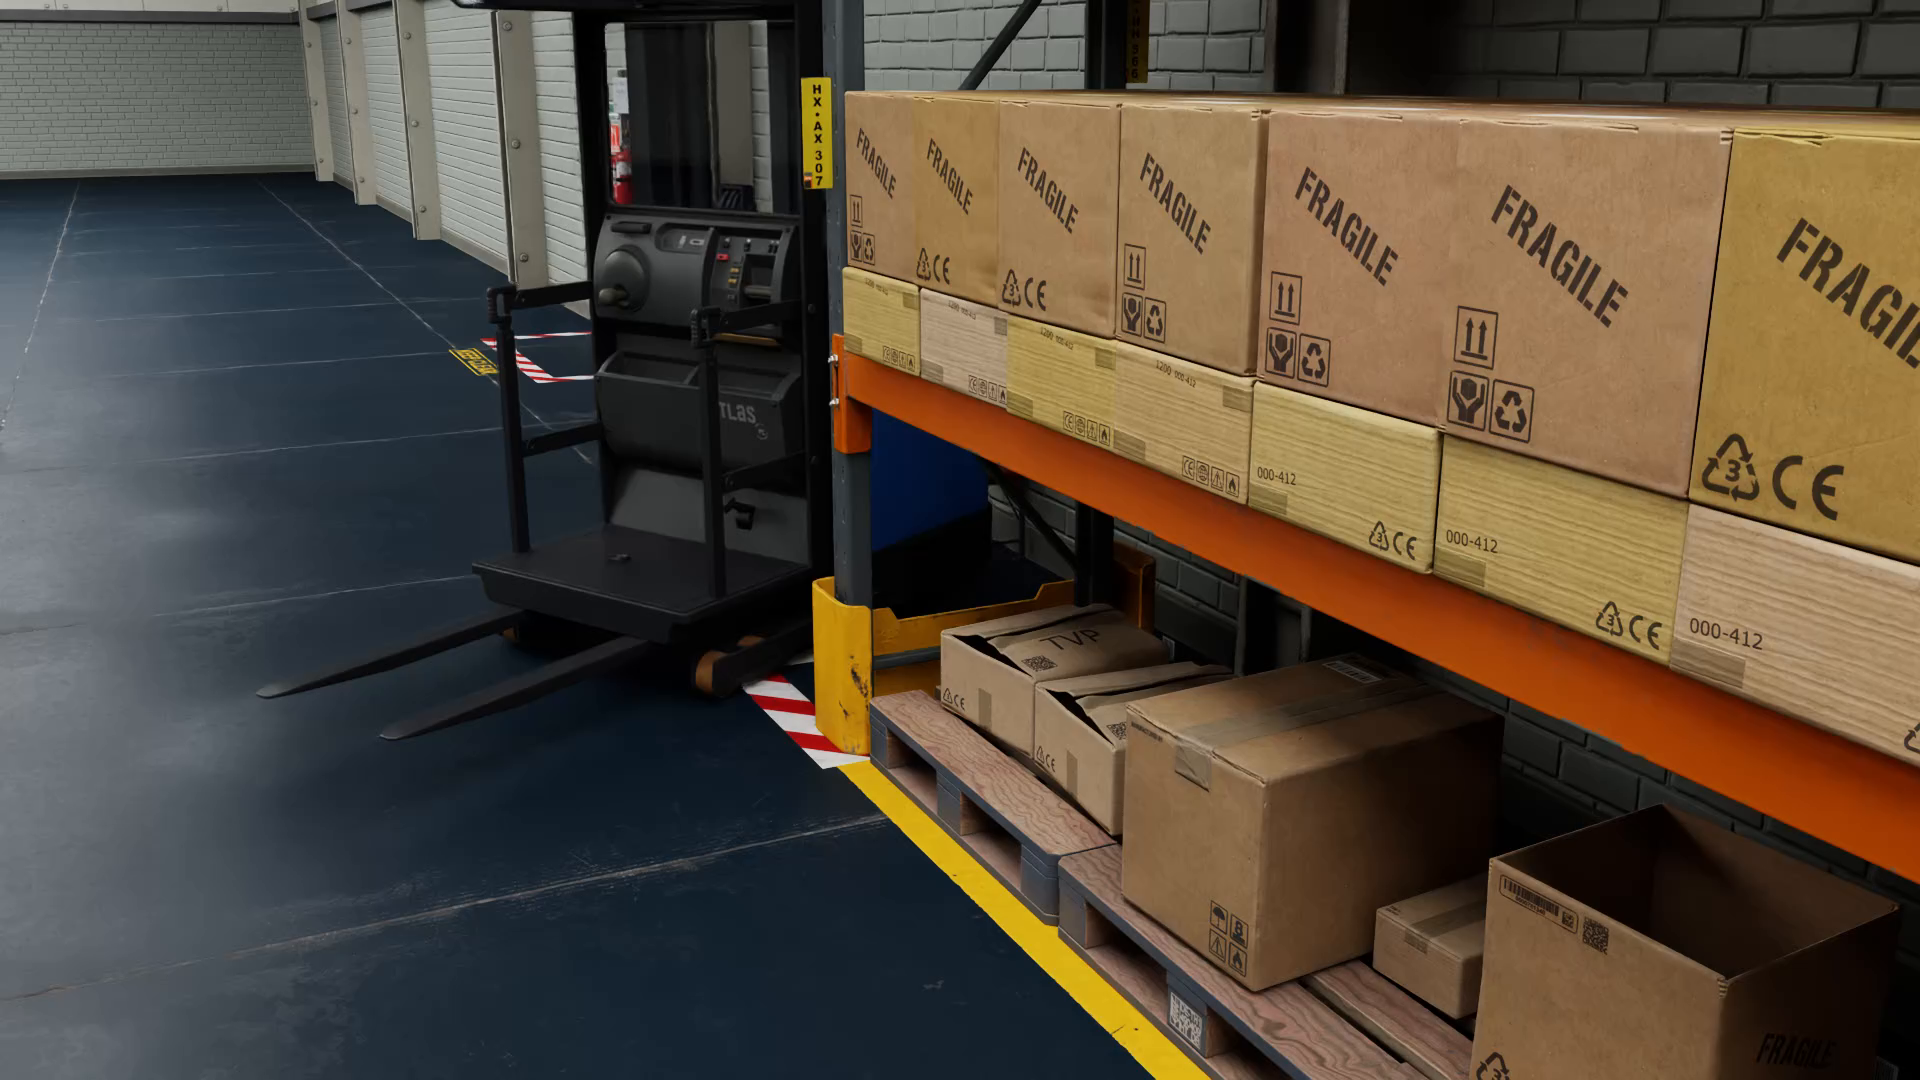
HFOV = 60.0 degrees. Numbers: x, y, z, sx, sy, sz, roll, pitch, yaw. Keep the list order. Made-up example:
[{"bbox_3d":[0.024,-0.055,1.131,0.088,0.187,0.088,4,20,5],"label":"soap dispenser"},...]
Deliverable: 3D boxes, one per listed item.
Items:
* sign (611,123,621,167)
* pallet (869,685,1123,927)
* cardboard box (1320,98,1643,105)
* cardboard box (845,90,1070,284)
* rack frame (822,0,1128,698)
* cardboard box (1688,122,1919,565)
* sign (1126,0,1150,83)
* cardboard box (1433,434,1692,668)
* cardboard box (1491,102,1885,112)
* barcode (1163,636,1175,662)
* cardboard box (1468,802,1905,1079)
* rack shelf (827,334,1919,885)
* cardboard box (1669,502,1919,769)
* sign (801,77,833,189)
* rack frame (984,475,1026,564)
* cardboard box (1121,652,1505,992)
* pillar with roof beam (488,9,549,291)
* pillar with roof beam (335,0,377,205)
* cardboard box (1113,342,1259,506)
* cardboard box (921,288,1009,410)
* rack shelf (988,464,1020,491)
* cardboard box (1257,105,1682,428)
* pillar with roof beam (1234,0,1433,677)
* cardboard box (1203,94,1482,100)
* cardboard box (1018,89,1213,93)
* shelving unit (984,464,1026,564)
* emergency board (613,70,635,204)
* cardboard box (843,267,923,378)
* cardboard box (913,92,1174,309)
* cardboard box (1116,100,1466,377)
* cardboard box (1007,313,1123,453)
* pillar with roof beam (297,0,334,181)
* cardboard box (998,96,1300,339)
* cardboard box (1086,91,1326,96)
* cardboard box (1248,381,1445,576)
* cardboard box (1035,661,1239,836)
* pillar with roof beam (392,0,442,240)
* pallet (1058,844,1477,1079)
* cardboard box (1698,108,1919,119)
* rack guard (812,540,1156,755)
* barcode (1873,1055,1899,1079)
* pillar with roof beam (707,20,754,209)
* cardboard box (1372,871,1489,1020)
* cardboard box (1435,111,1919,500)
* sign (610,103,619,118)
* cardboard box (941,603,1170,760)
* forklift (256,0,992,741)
[{"bbox_3d":[-2.682,-3.079,12.977,0.001,0.329,0.234,-8,18,-25],"label":"sign"},{"bbox_3d":[0.418,0.689,4.968,1.003,0.211,1.213,-8,18,-25],"label":"pallet"},{"bbox_3d":[1.121,-0.704,3.643,0.500,0.500,0.500,-7,18,-24],"label":"cardboard box"},{"bbox_3d":[-0.001,-1.019,4.741,0.500,0.500,0.500,-8,18,-25],"label":"cardboard box"},{"bbox_3d":[0.060,-0.876,5.366,1.000,3.000,0.127,-8,18,-25],"label":"rack frame"},{"bbox_3d":[1.328,-0.262,2.102,0.500,0.500,0.500,-8,18,-25],"label":"cardboard box"},{"bbox_3d":[0.568,-1.647,5.379,0.100,0.325,0.005,-8,18,-25],"label":"sign"},{"bbox_3d":[1.122,-0.027,2.643,0.500,0.250,0.500,-8,18,-25],"label":"cardboard box"},{"bbox_3d":[1.358,-0.577,3.200,0.500,0.500,0.500,-7,17,-23],"label":"cardboard box"},{"bbox_3d":[0.650,0.339,5.192,0.001,0.075,0.075,-8,18,-25],"label":"barcode"},{"bbox_3d":[1.322,0.853,3.074,0.500,0.500,0.500,-9,18,-29],"label":"cardboard box"},{"bbox_3d":[0.937,-0.034,3.737,1.077,0.370,4.000,-8,18,-25],"label":"rack shelf"},{"bbox_3d":[1.333,0.097,2.209,0.500,0.250,0.500,-8,18,-25],"label":"cardboard box"},{"bbox_3d":[-0.427,-1.227,5.018,0.100,0.325,0.005,-8,18,-25],"label":"sign"},{"bbox_3d":[0.183,-0.483,7.255,0.240,1.200,0.015,-8,18,-27],"label":"rack frame"},{"bbox_3d":[0.809,0.626,3.867,0.700,0.500,0.500,-9,18,-28],"label":"cardboard box"},{"bbox_3d":[-7.982,-6.146,12.854,9.100,9.000,0.400,-8,18,-25],"label":"pillar with roof beam"},{"bbox_3d":[-13.239,-9.122,23.222,9.100,9.000,0.400,-8,18,-25],"label":"pillar with roof beam"},{"bbox_3d":[0.666,-0.275,3.505,0.500,0.250,0.500,-7,18,-24],"label":"cardboard box"},{"bbox_3d":[0.229,-0.527,4.386,0.500,0.250,0.500,-8,18,-27],"label":"cardboard box"},{"bbox_3d":[0.067,-0.288,7.536,0.258,0.148,0.480,-8,18,-27],"label":"rack shelf"},{"bbox_3d":[0.893,-0.511,2.971,0.500,0.500,0.500,-8,18,-26],"label":"cardboard box"},{"bbox_3d":[-2.725,-3.171,2.485,9.100,9.000,0.400,-8,18,-25],"label":"pillar with roof beam"},{"bbox_3d":[0.900,-0.829,4.079,0.500,0.500,0.500,-8,18,-26],"label":"cardboard box"},{"bbox_3d":[0.458,-1.083,4.963,0.500,0.500,0.500,-8,18,-26],"label":"cardboard box"},{"bbox_3d":[0.069,-0.543,7.462,0.258,1.200,0.503,-8,18,-27],"label":"shelving unit"},{"bbox_3d":[-2.532,-2.912,12.461,0.194,1.169,0.643,-8,18,-25],"label":"emergency board"},{"bbox_3d":[-0.011,-0.654,4.828,0.500,0.250,0.500,-8,18,-27],"label":"cardboard box"},{"bbox_3d":[0.207,-0.896,4.310,0.500,0.500,0.500,-8,18,-25],"label":"cardboard box"},{"bbox_3d":[0.665,-0.640,3.420,0.500,0.500,0.500,-7,17,-23],"label":"cardboard box"},{"bbox_3d":[0.447,-0.400,3.943,0.500,0.250,0.500,-8,18,-26],"label":"cardboard box"},{"bbox_3d":[-15.868,-10.609,28.407,9.100,9.000,0.400,-8,18,-25],"label":"pillar with roof beam"},{"bbox_3d":[0.428,-0.767,3.861,0.500,0.500,0.500,-8,18,-27],"label":"cardboard box"},{"bbox_3d":[0.670,-0.957,4.523,0.500,0.500,0.500,-7,18,-24],"label":"cardboard box"},{"bbox_3d":[0.888,-0.150,3.071,0.500,0.250,0.500,-8,18,-25],"label":"cardboard box"},{"bbox_3d":[0.532,0.529,4.548,0.500,0.311,0.500,-6,17,-20],"label":"cardboard box"},{"bbox_3d":[-10.611,-7.634,18.038,9.100,9.000,0.400,-8,18,-25],"label":"pillar with roof beam"},{"bbox_3d":[0.948,0.991,3.915,1.003,0.211,1.213,-8,18,-25],"label":"pallet"},{"bbox_3d":[1.571,-0.453,2.767,0.500,0.500,0.500,-8,18,-25],"label":"cardboard box"},{"bbox_3d":[0.094,0.344,5.645,1.175,0.500,0.348,-8,18,-25],"label":"rack guard"},{"bbox_3d":[1.710,0.993,3.093,0.001,0.075,0.075,-8,18,-25],"label":"barcode"},{"bbox_3d":[-5.354,-4.658,7.669,9.100,9.000,0.400,-8,18,-25],"label":"pillar with roof beam"},{"bbox_3d":[1.130,0.876,3.633,0.380,0.149,0.250,-9,18,-29],"label":"cardboard box"},{"bbox_3d":[1.104,-0.385,2.531,0.500,0.500,0.500,-8,18,-25],"label":"cardboard box"},{"bbox_3d":[-2.688,-3.331,12.896,0.001,0.109,0.331,-8,18,-25],"label":"sign"},{"bbox_3d":[0.283,0.387,5.040,0.500,0.311,0.500,-10,19,-31],"label":"cardboard box"},{"bbox_3d":[-1.103,-1.004,5.935,1.130,2.935,3.031,11,19,32],"label":"forklift"}]
